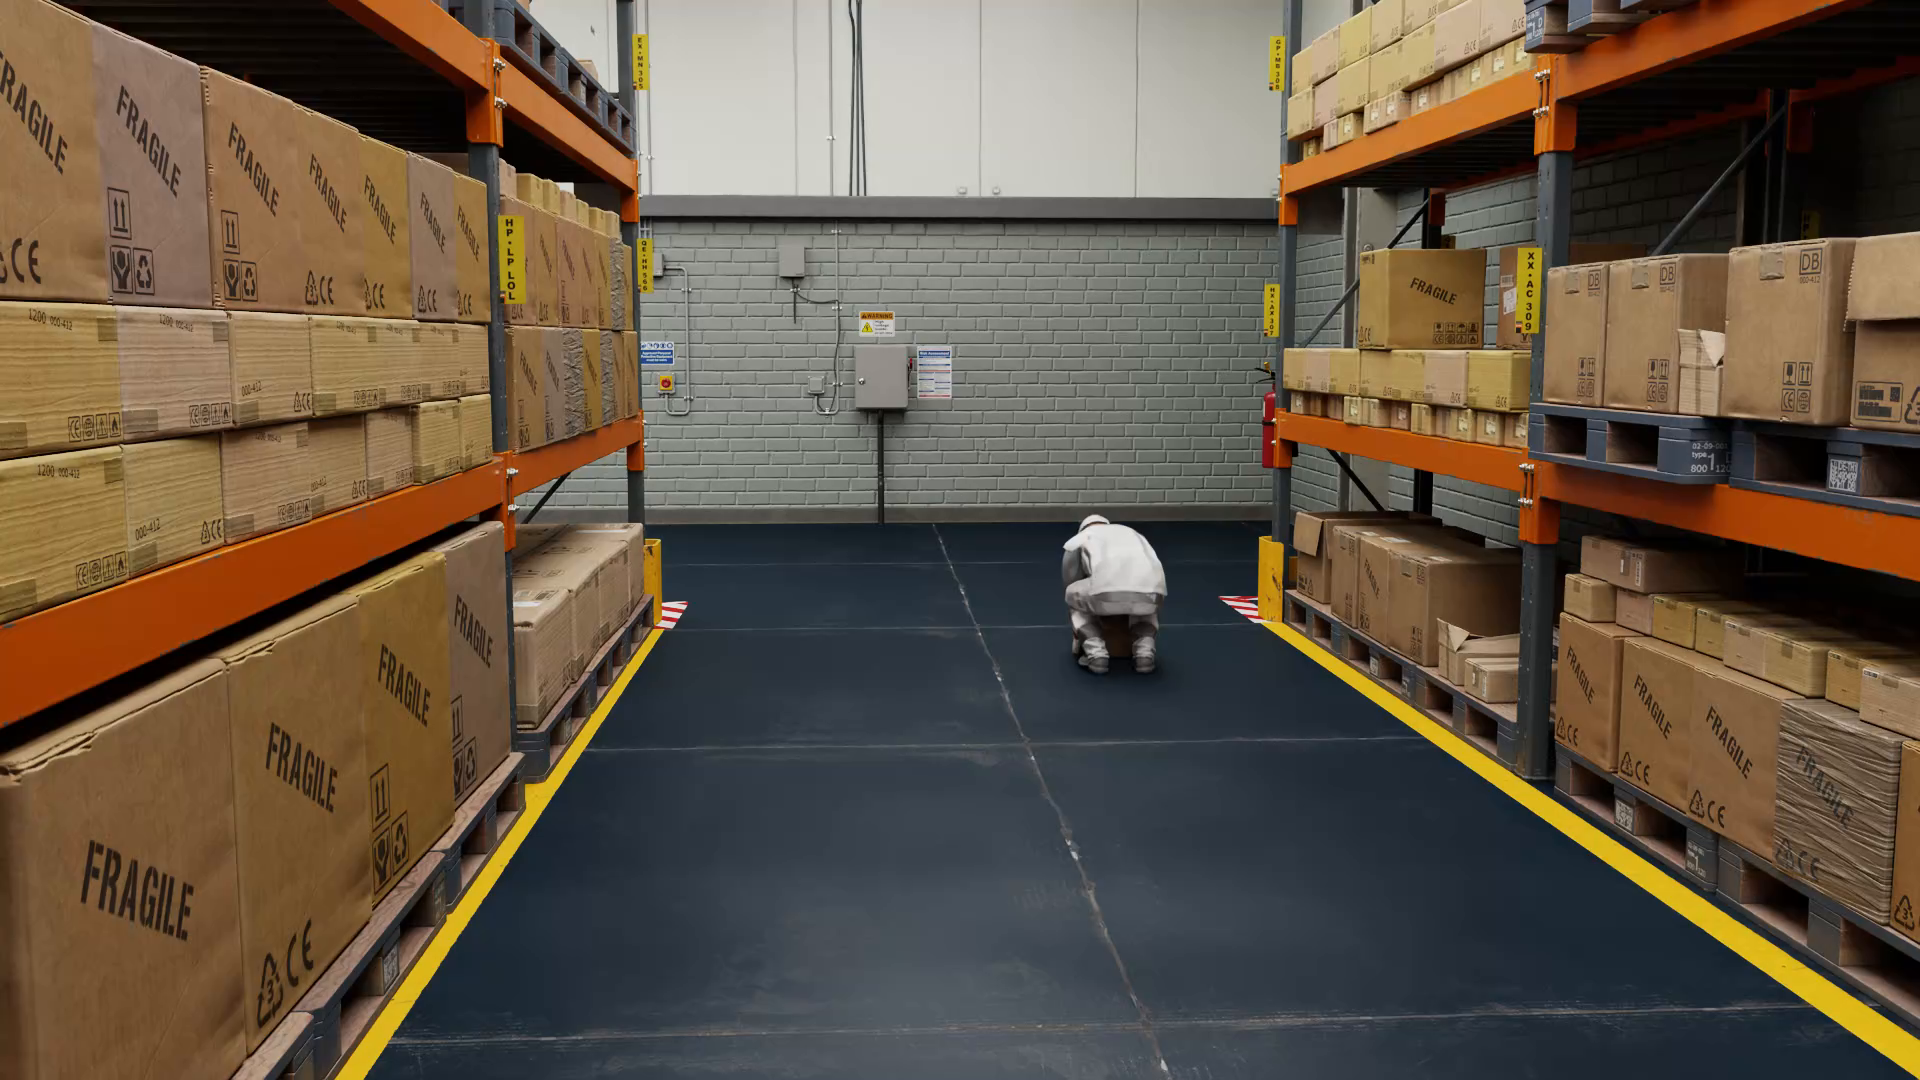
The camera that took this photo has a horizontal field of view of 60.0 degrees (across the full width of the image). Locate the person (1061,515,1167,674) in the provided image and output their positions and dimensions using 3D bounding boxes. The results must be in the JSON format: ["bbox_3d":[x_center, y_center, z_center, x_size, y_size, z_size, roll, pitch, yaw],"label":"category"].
[{"bbox_3d":[0.832,0.322,9.021,0.534,0.843,0.937,-1,7,-5],"label":"person"}]
